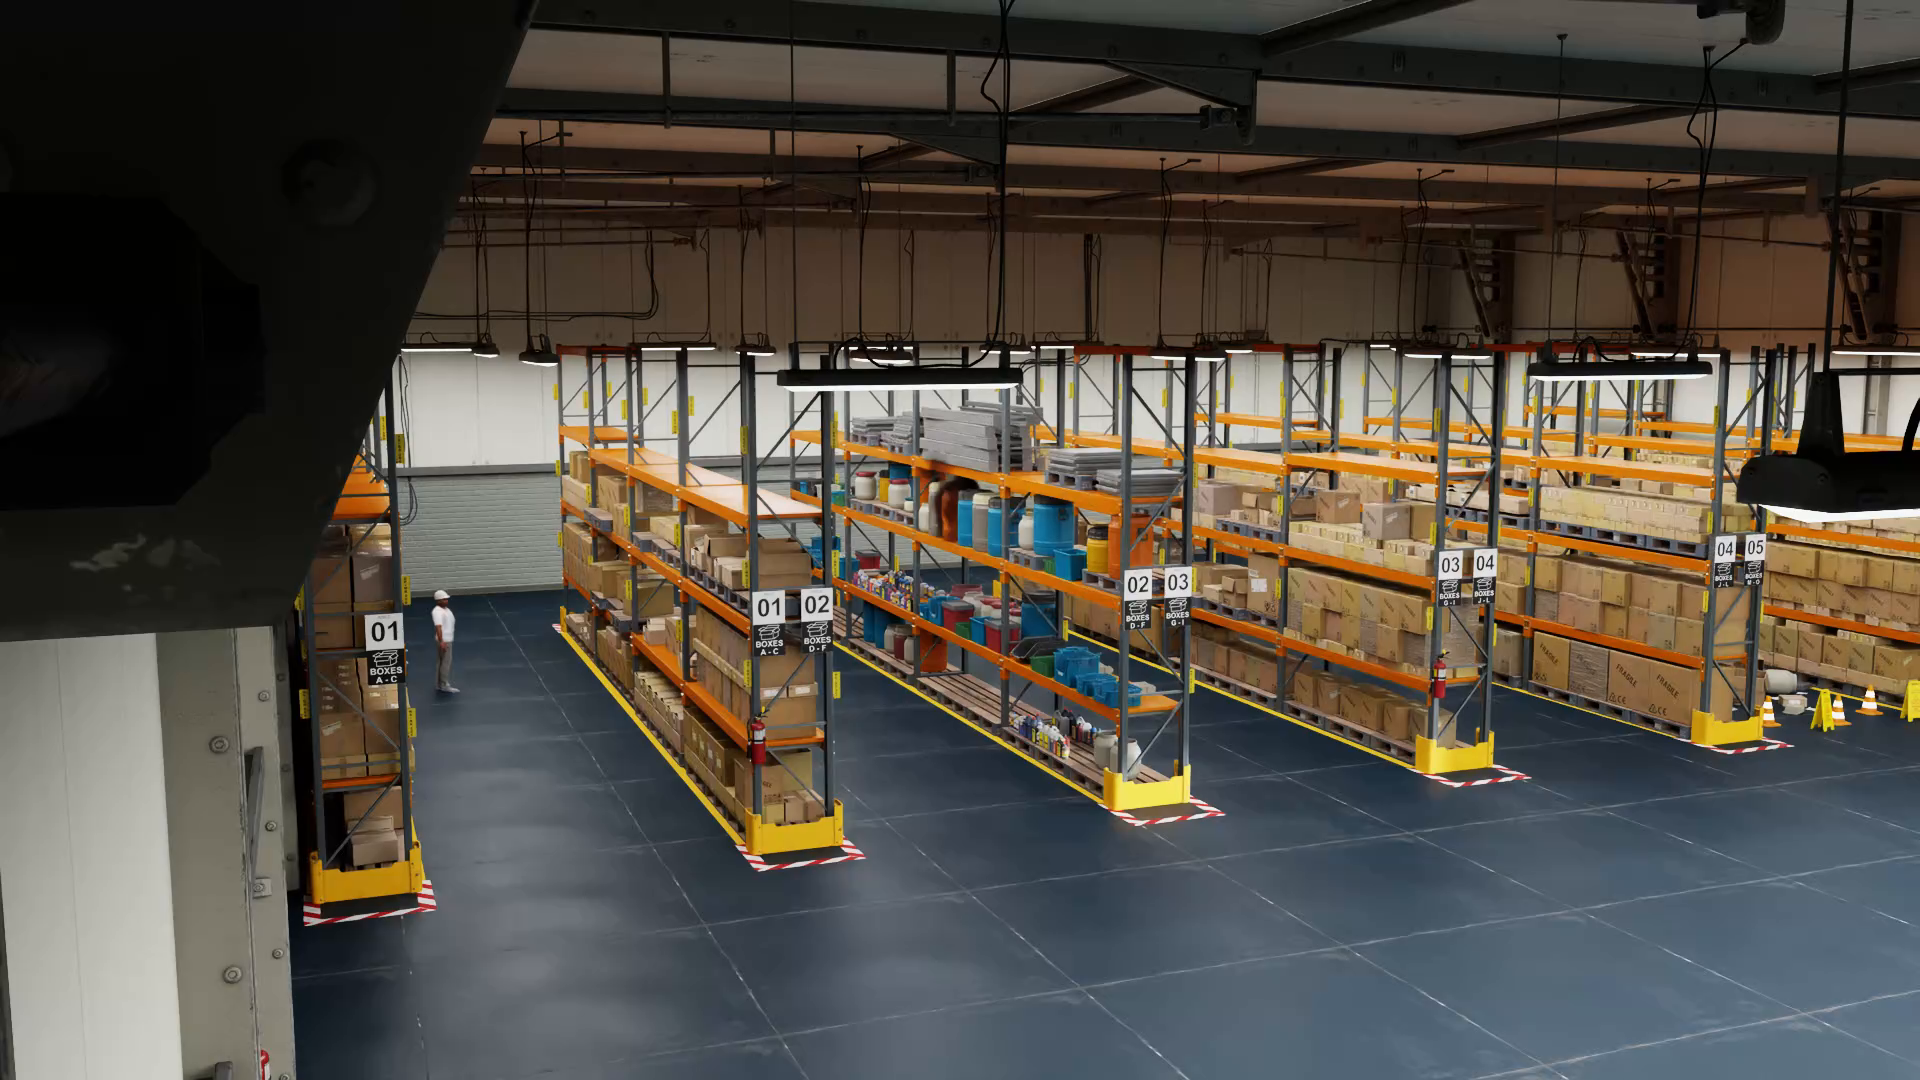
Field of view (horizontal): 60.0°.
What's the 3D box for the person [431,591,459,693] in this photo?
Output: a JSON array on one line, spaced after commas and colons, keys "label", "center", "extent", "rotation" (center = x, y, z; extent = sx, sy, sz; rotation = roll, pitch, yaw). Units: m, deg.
[{"label": "person", "center": [-9.006, 1.773, 29.077], "extent": [0.411, 1.786, 0.673], "rotation": [-2, 8, -16]}]
